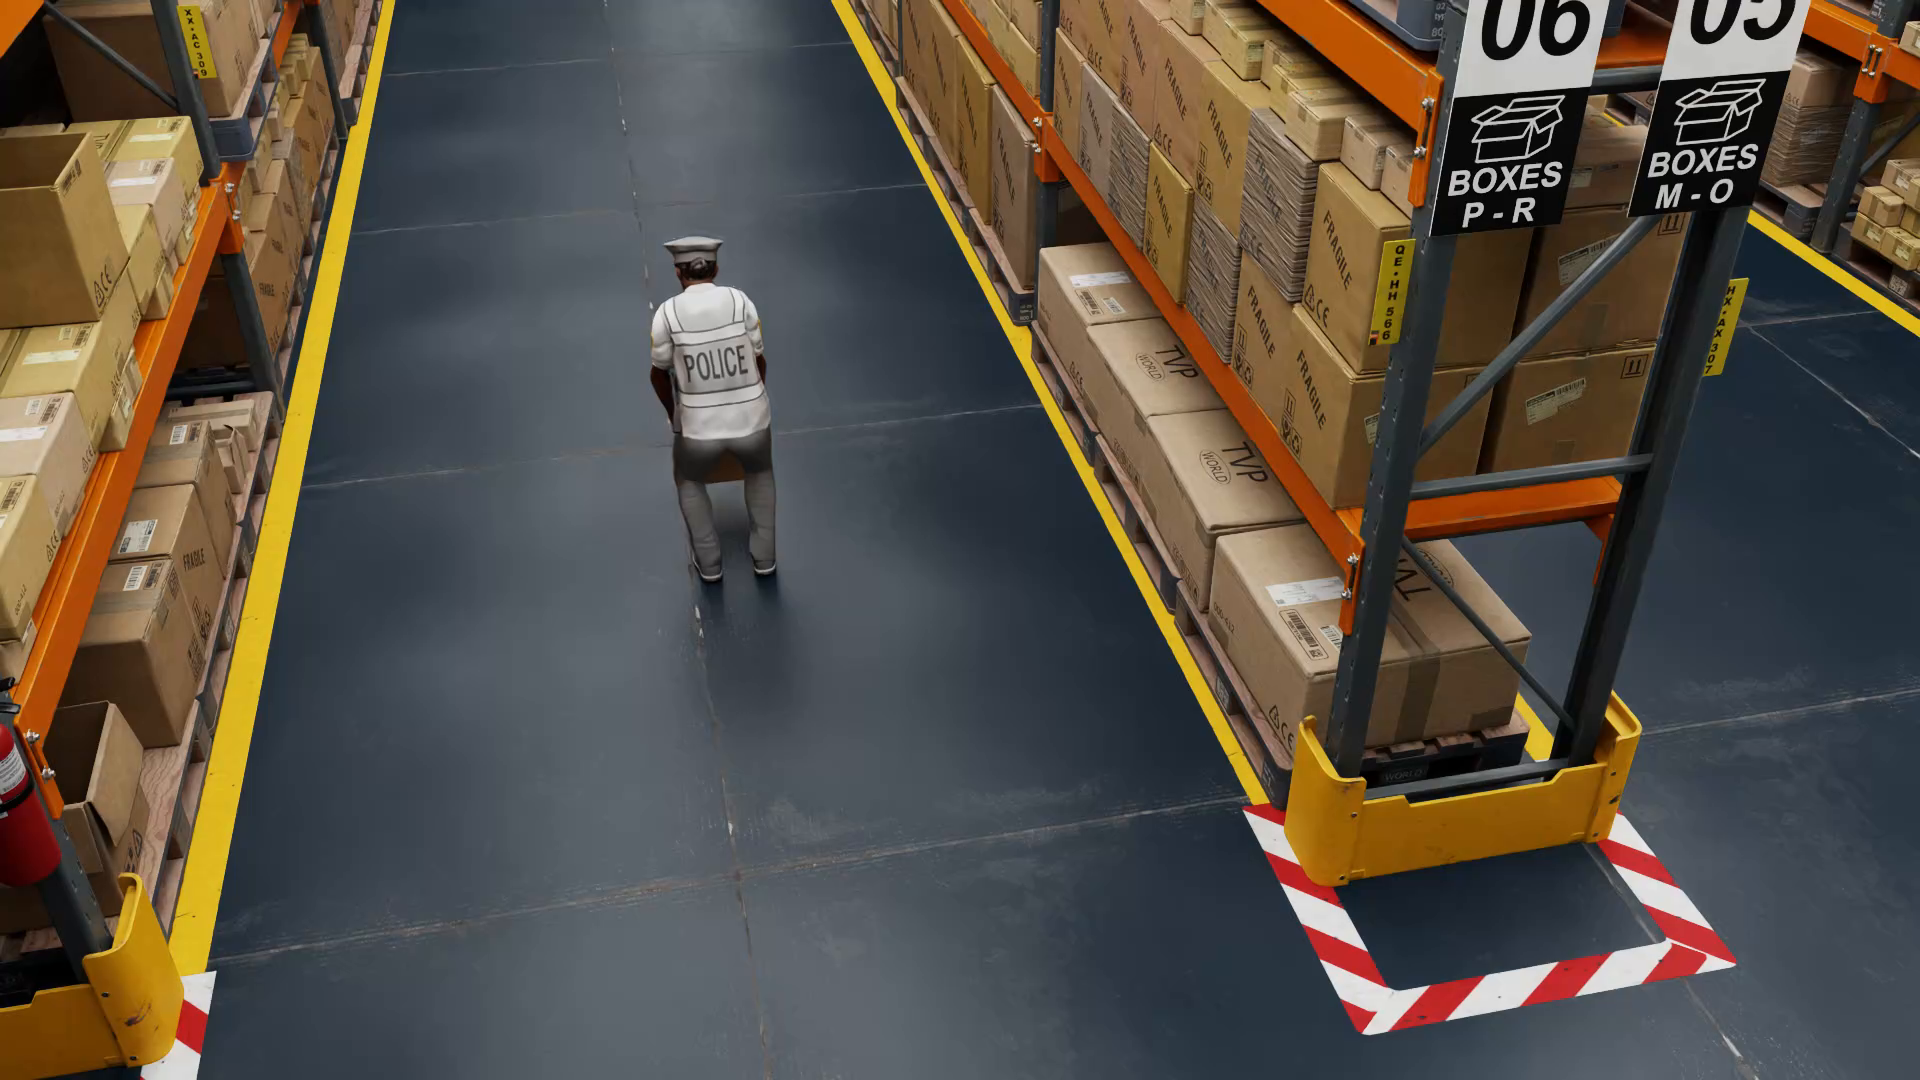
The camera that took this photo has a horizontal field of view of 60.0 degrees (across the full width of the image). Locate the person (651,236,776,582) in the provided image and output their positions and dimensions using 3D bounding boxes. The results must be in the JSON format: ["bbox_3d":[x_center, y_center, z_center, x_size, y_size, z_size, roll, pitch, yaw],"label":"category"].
[{"bbox_3d":[-1.051,-0.545,7.084,0.470,1.508,0.556,-7,35,-10],"label":"person"}]
